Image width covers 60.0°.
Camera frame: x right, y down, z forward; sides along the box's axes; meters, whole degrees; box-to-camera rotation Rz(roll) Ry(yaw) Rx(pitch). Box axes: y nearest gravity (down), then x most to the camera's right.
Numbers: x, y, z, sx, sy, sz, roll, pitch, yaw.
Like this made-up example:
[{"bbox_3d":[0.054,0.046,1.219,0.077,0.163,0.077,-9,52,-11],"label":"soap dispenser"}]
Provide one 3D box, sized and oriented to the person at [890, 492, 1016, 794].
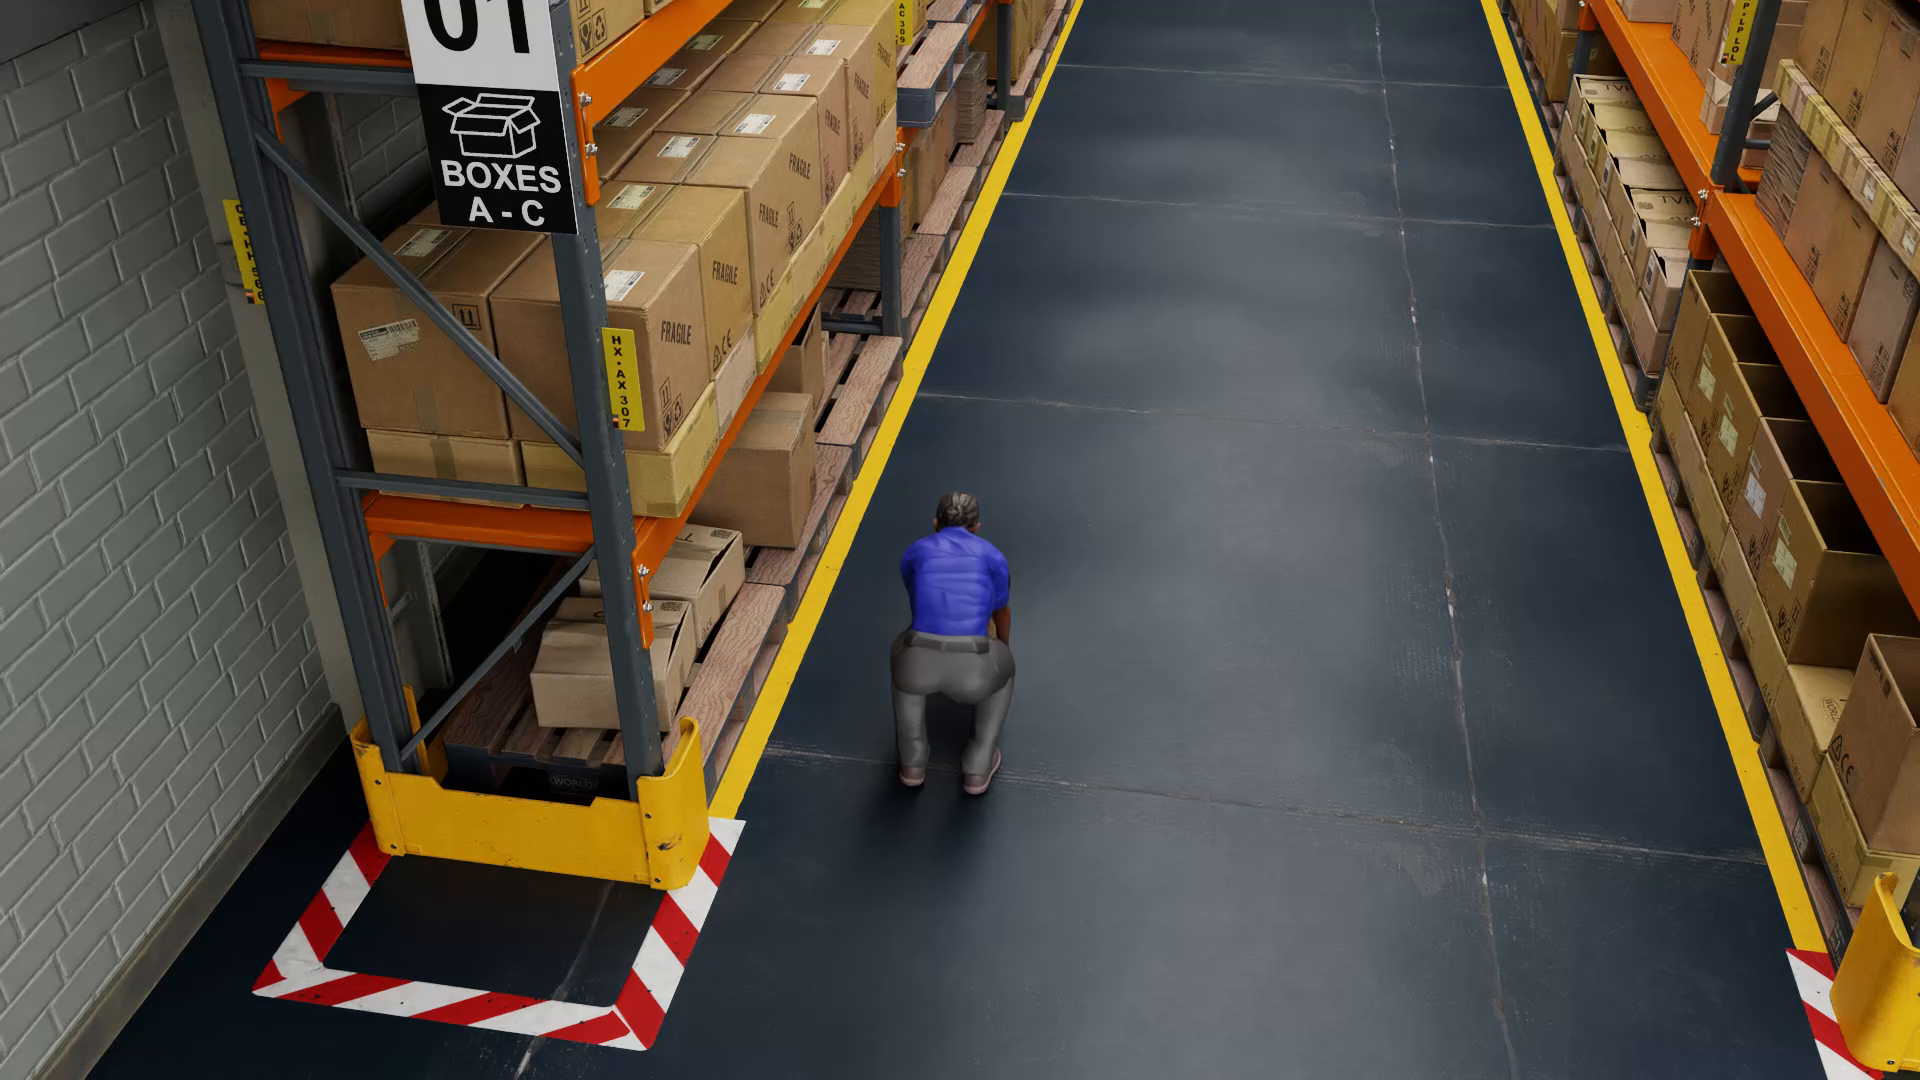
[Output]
[{"bbox_3d":[-0.026,0.392,6.205,0.472,0.938,0.870,4,33,6],"label":"person"}]
